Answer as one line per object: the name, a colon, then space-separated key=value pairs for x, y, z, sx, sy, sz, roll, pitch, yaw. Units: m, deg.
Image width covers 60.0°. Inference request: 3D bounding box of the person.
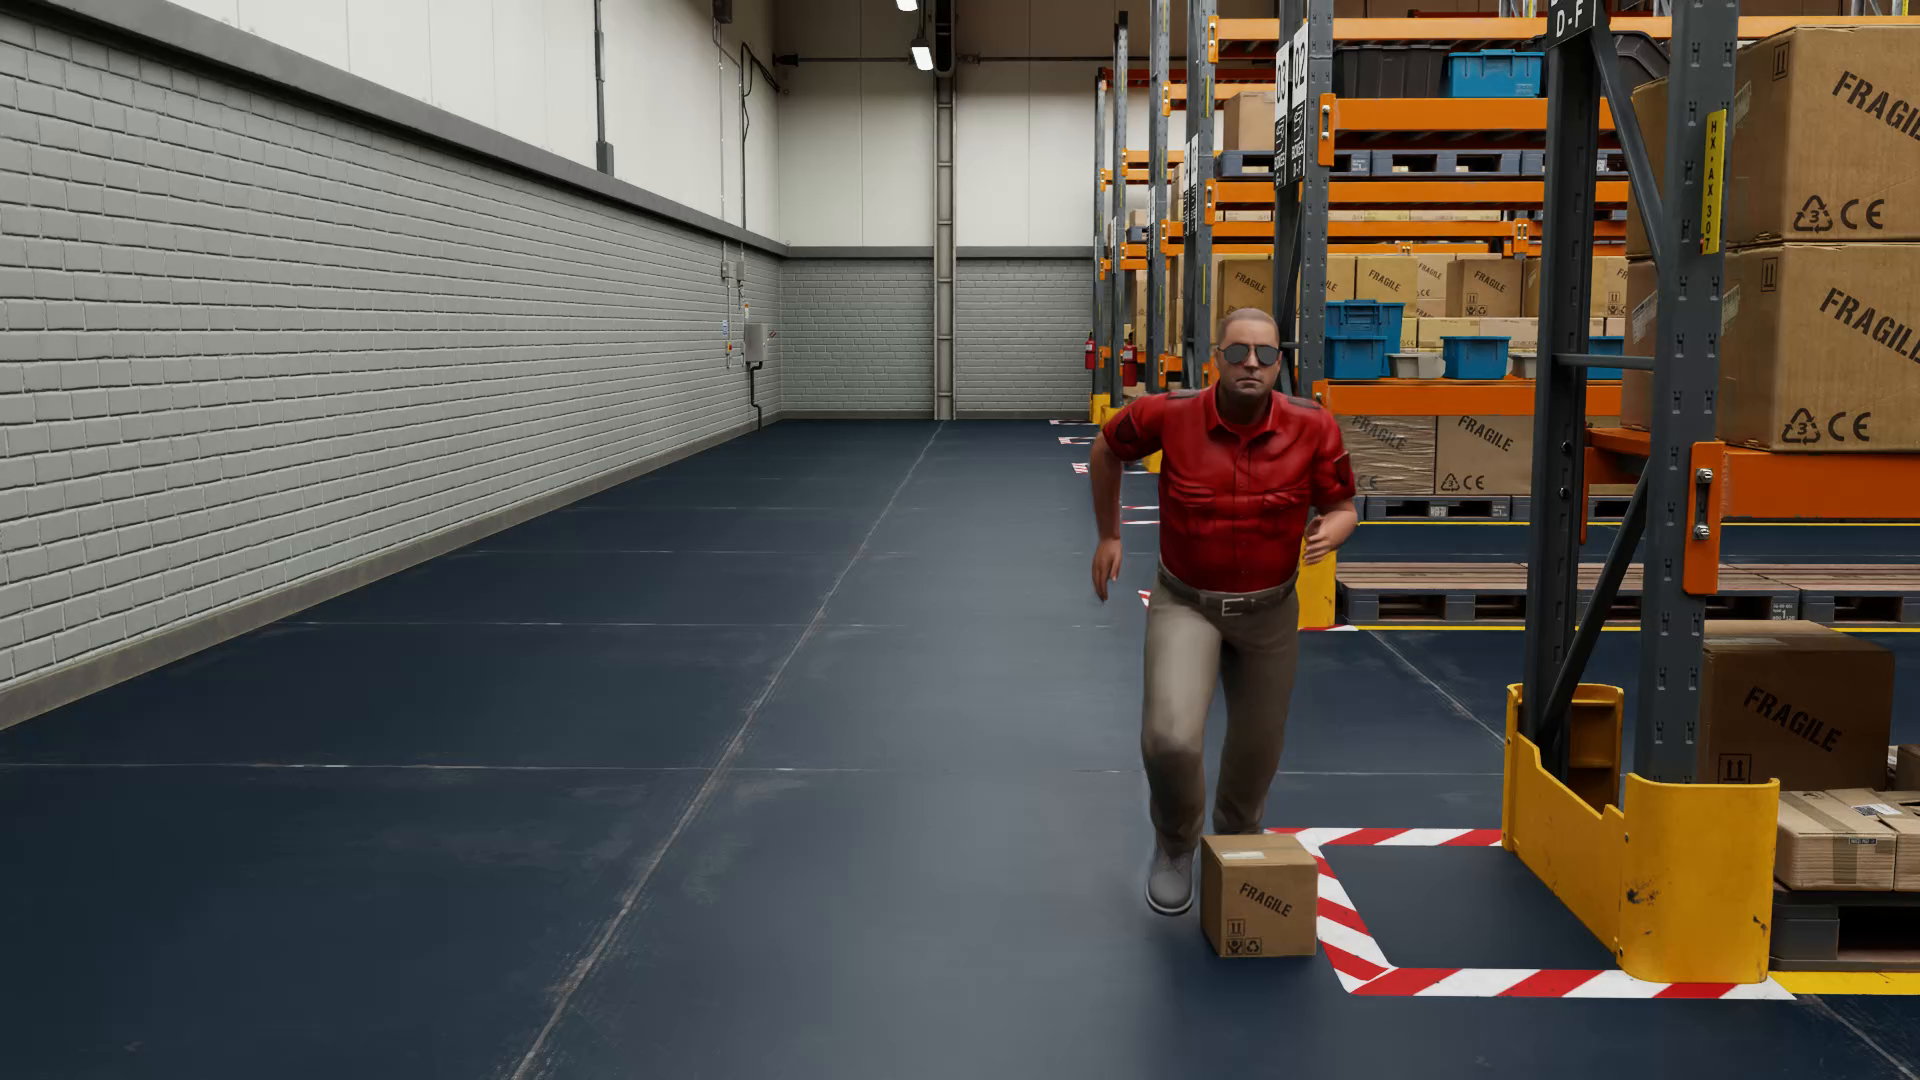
person: x=0.707 y=0.162 z=4.453 sx=0.663 sy=1.549 sz=0.910 roll=-1 pitch=7 yaw=-5
